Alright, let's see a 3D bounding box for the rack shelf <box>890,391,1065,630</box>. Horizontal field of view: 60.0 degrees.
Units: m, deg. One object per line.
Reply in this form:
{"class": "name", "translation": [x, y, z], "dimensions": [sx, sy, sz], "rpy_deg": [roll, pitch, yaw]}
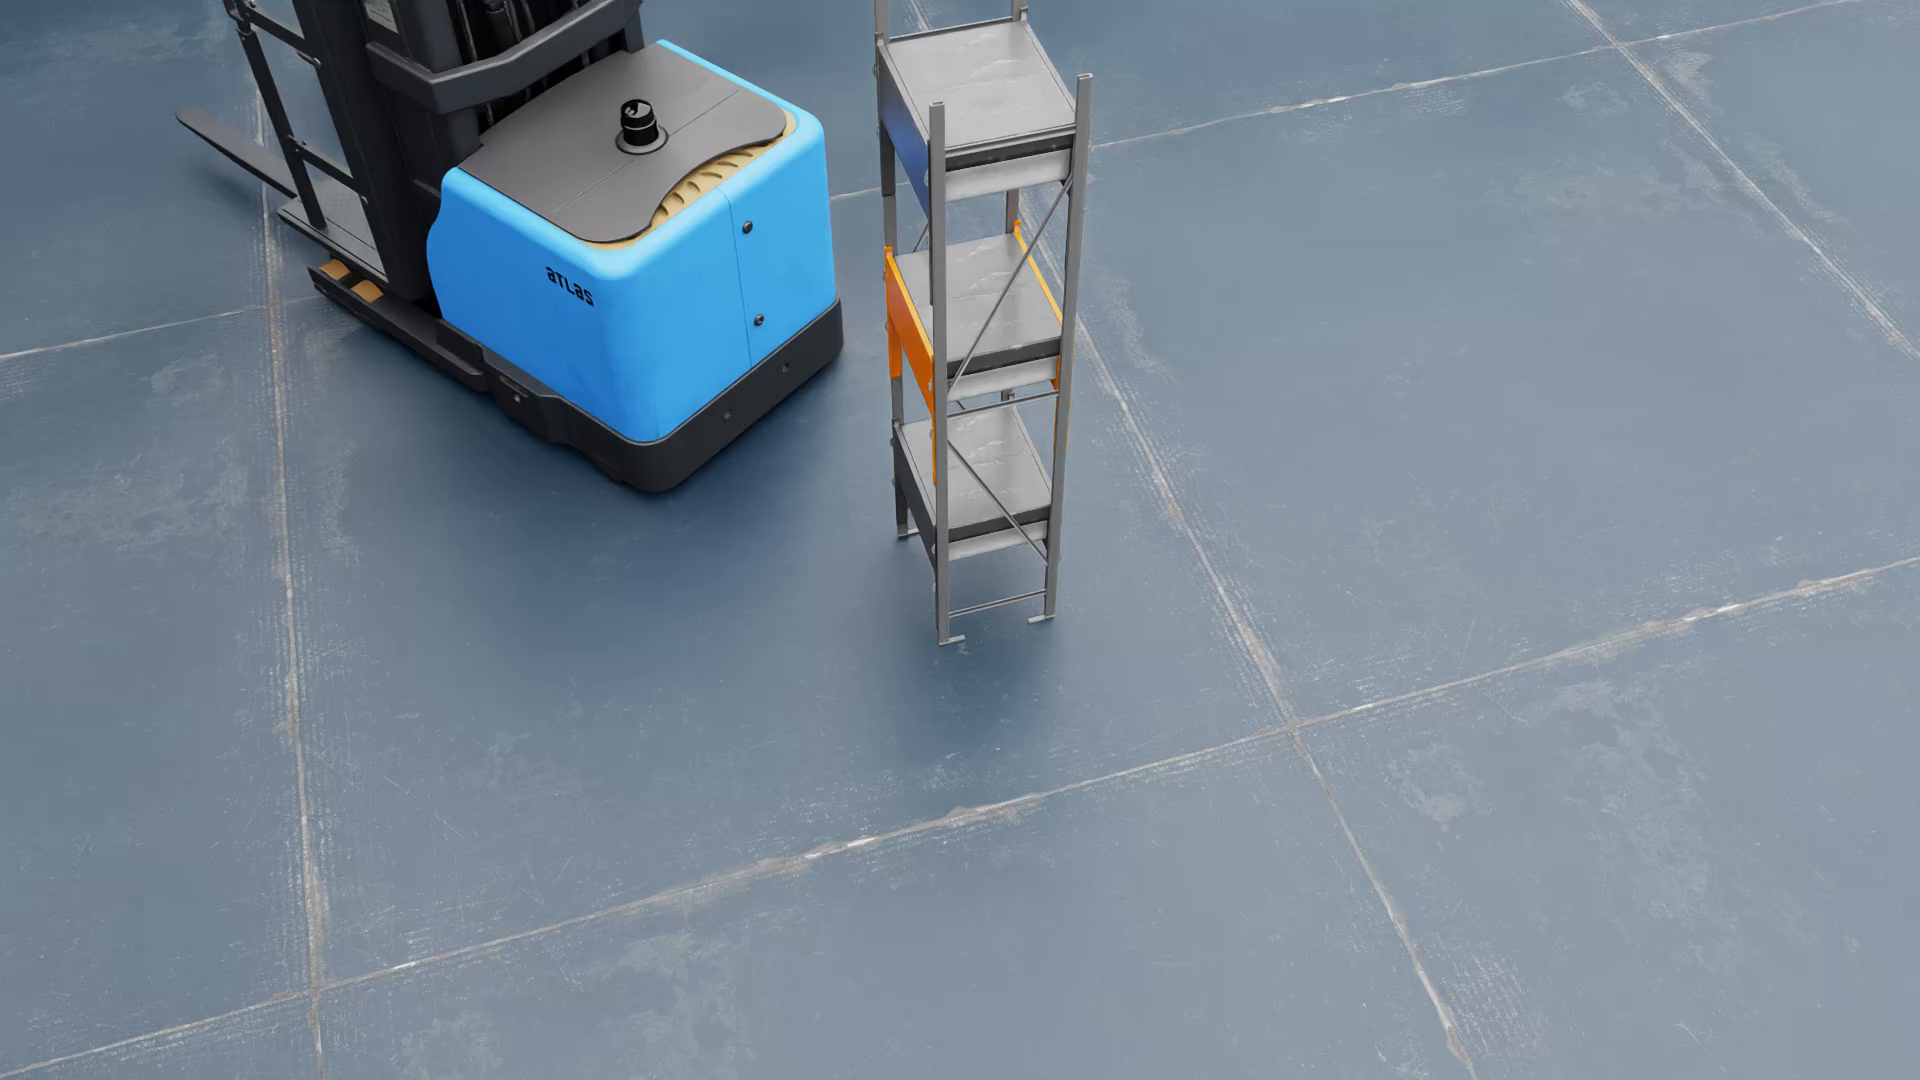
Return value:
{"class": "rack shelf", "translation": [0.049, -0.096, 5.391], "dimensions": [0.431, 0.518, 0.480], "rpy_deg": [-13, 51, -11]}

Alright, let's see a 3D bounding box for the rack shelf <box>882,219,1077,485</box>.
{"class": "rack shelf", "translation": [0.049, -0.547, 4.856], "dimensions": [0.431, 0.518, 0.480], "rpy_deg": [-13, 51, -11]}

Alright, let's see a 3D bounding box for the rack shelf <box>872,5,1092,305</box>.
{"class": "rack shelf", "translation": [0.049, -0.998, 4.321], "dimensions": [0.431, 0.518, 0.480], "rpy_deg": [-13, 51, -11]}

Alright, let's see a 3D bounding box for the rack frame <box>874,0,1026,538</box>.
{"class": "rack frame", "translation": [-0.023, -0.734, 4.996], "dimensions": [0.400, 2.100, 0.015], "rpy_deg": [-13, 51, -11]}

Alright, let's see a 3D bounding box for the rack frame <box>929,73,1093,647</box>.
{"class": "rack frame", "translation": [0.121, -0.378, 4.695], "dimensions": [0.400, 2.100, 0.015], "rpy_deg": [-13, 51, -11]}

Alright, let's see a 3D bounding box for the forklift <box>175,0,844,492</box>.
{"class": "forklift", "translation": [-1.905, -2.068, 5.577], "dimensions": [3.031, 2.935, 1.130], "rpy_deg": [32, 57, 24]}

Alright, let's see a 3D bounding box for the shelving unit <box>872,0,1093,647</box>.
{"class": "shelving unit", "translation": [0.049, -0.556, 4.845], "dimensions": [0.431, 2.100, 0.503], "rpy_deg": [-13, 51, -11]}
